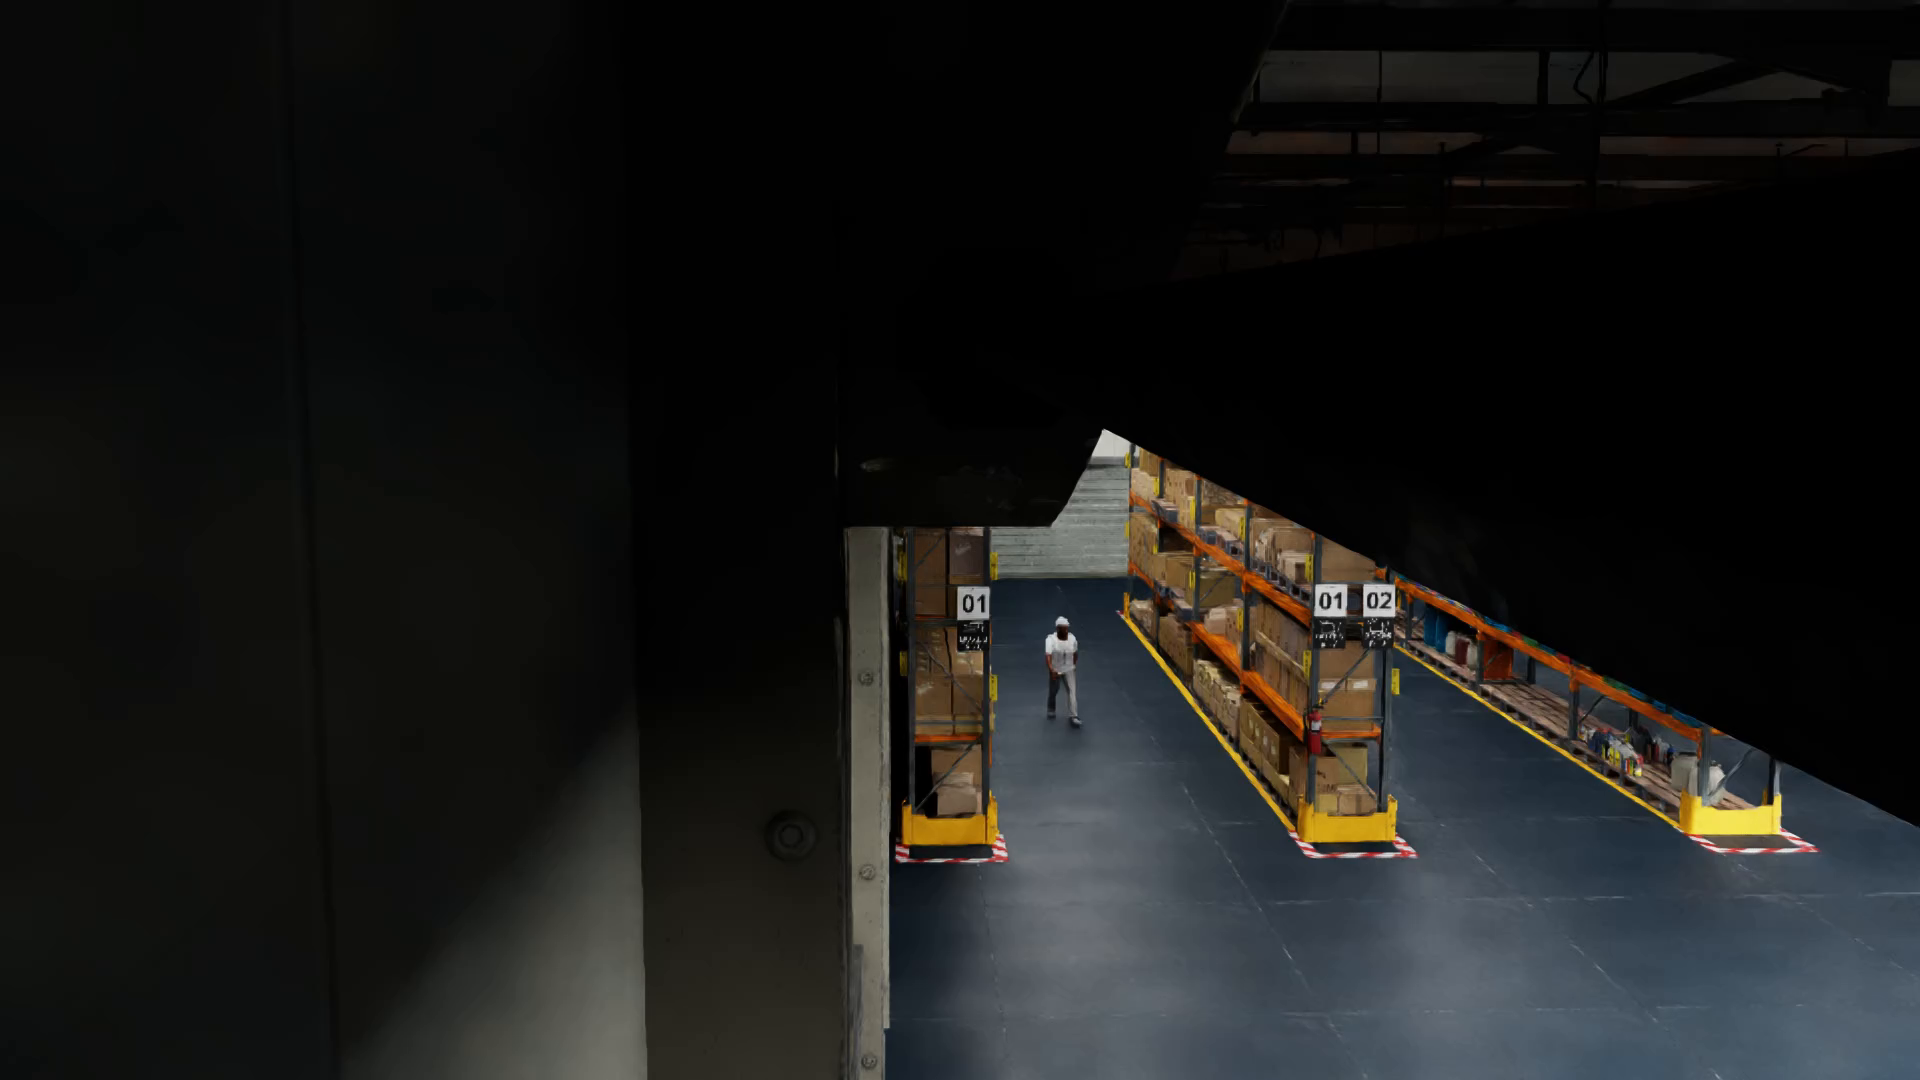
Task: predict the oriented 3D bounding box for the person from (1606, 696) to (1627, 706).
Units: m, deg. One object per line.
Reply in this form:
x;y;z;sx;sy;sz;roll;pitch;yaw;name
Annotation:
11.178;1.917;27.949;0.544;1.667;0.573;4;8;29;person

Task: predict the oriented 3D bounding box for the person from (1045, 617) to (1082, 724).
1.625;2.071;26.639;0.569;1.709;1.035;-1;7;-11;person
